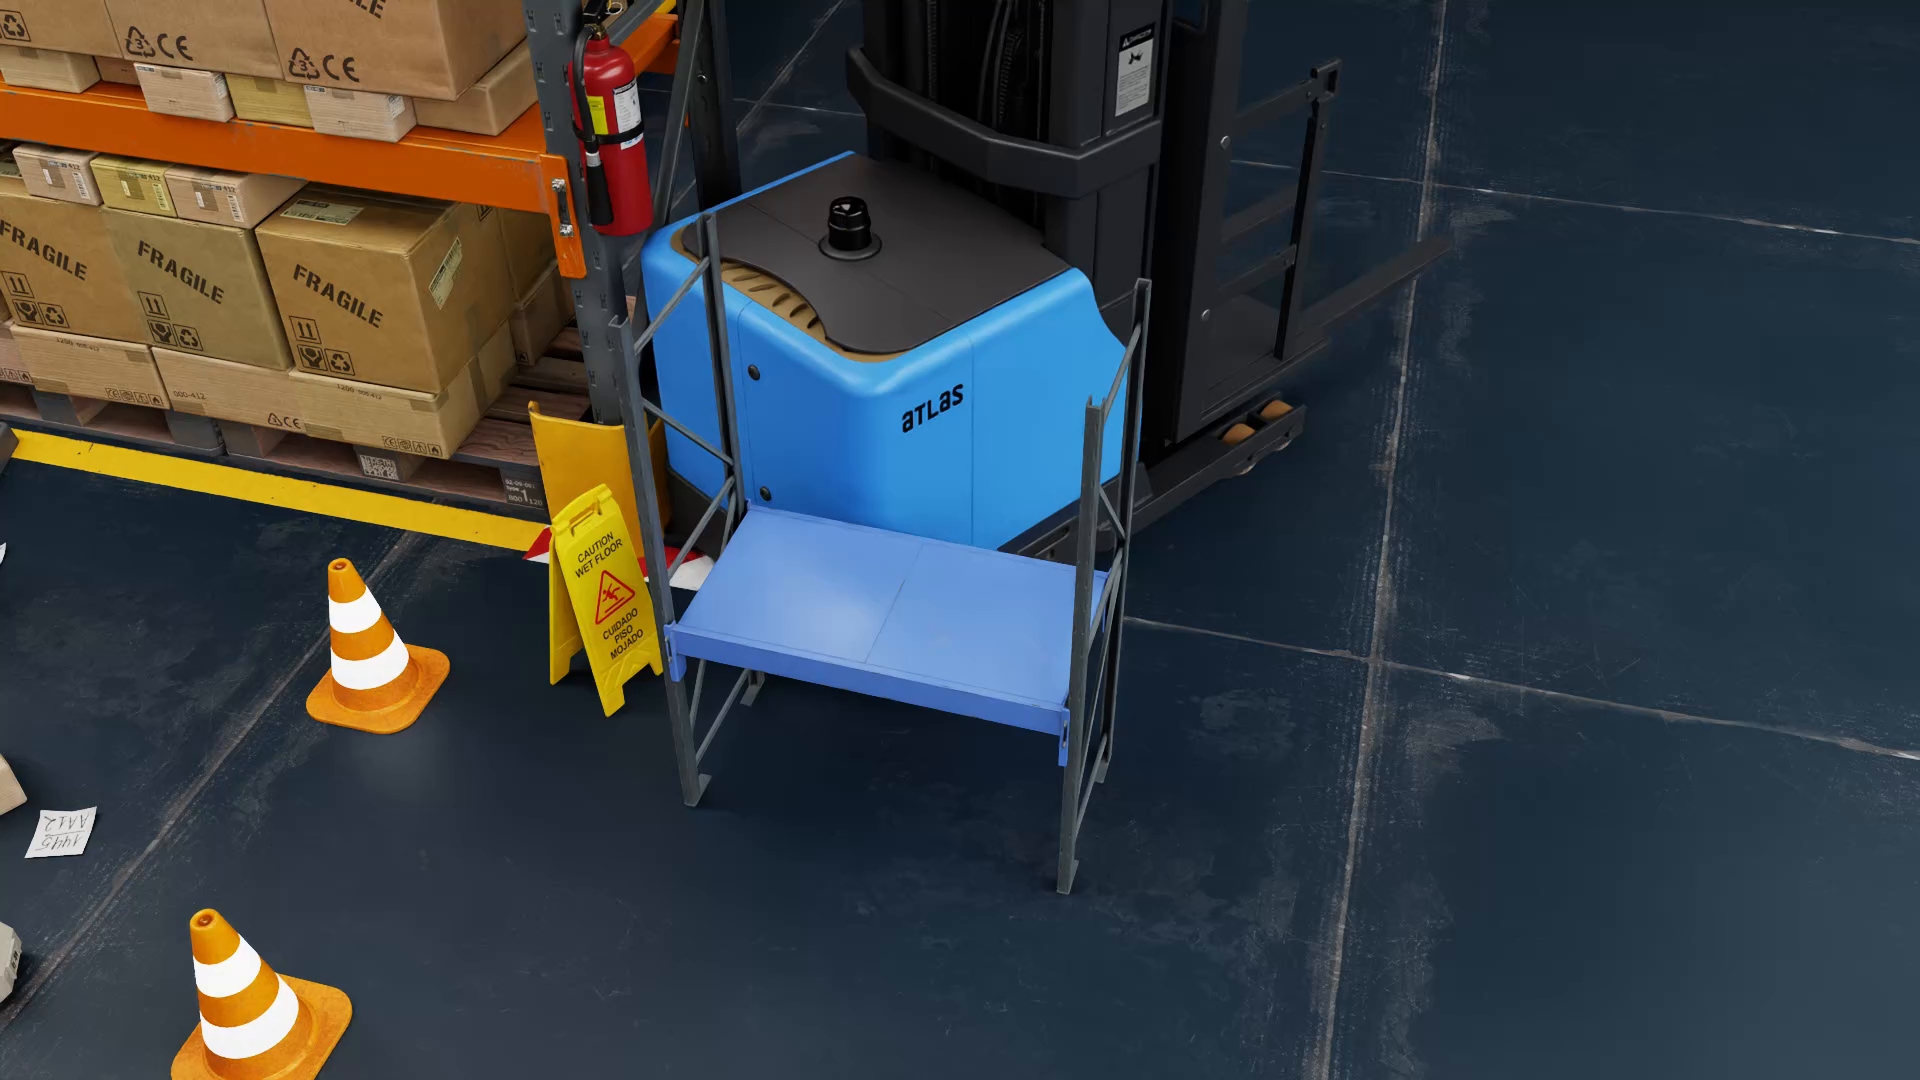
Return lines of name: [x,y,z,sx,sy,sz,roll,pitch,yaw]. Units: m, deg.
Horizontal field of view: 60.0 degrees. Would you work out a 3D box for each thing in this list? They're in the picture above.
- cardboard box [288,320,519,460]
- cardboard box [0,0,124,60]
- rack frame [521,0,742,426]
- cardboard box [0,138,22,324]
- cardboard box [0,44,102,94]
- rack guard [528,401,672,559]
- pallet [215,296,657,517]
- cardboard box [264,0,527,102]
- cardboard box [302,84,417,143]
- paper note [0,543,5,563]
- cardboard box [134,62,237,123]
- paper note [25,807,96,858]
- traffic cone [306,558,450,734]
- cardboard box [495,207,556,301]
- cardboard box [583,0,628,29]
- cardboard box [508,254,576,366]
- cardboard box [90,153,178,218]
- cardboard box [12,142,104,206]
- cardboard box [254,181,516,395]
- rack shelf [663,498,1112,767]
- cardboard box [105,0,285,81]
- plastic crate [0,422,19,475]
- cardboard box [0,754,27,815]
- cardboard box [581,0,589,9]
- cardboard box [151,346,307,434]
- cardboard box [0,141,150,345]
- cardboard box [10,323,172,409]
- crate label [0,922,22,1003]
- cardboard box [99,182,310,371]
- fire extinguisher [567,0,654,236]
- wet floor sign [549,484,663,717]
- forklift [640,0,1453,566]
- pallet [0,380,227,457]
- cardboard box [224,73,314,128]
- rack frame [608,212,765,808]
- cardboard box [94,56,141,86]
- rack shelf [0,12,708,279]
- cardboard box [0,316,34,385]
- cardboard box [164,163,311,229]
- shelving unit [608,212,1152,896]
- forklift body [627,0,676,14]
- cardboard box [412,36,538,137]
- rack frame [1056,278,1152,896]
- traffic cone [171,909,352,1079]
cardboard box: [-1.783,-0.539,5.370,0.500,0.250,0.500,10,41,11]
cardboard box: [-2.470,-1.702,4.635,0.500,0.500,0.500,10,41,11]
rack frame: [-0.909,-1.459,4.655,0.127,3.000,1.000,10,41,11]
cardboard box: [-3.253,-1.085,5.438,0.500,0.500,0.500,12,41,14]
cardboard box: [-2.580,-1.462,4.853,0.250,0.149,0.380,9,41,11]
rack guard: [-0.983,-0.515,5.474,0.348,0.500,1.175,10,41,11]
pallet: [-1.758,-0.561,5.754,1.213,0.211,1.003,10,41,11]
cardboard box: [-1.505,-1.531,4.431,0.500,0.500,0.500,9,41,11]
cardboard box: [-1.599,-1.266,4.620,0.250,0.149,0.380,9,41,11]
paper note: [-3.048,0.065,5.149,0.148,0.019,0.142,-3,40,-4]
cardboard box: [-2.098,-1.346,4.715,0.250,0.149,0.380,10,41,12]
paper note: [-2.337,0.757,4.325,0.142,0.019,0.148,-3,40,-4]
traffic cone: [-1.658,0.242,4.602,0.334,0.463,0.336,10,41,11]
cardboard box: [-1.640,-1.164,5.532,0.500,0.500,0.500,8,41,10]
cardboard box: [-1.184,-1.548,4.957,0.250,0.149,0.380,10,41,12]
cardboard box: [-1.617,-0.873,5.769,0.500,0.250,0.500,9,41,11]
cardboard box: [-2.365,-1.137,4.996,0.250,0.149,0.380,10,41,12]
cardboard box: [-2.619,-1.182,5.049,0.250,0.149,0.380,11,41,13]
cardboard box: [-1.751,-0.826,5.129,0.500,0.500,0.500,10,41,12]
rack shelf: [-0.158,0.209,4.115,1.000,0.185,0.538,11,41,13]
cardboard box: [-1.987,-1.617,4.534,0.500,0.500,0.500,10,41,12]
plastic crate: [-3.469,-0.236,5.469,0.583,0.080,0.402,-3,40,-4]
cardboard box: [-2.697,0.669,4.337,0.250,0.149,0.380,33,50,33]
cardboard box: [-1.295,-1.863,4.826,0.500,0.500,0.500,9,41,11]
cardboard box: [-2.258,-0.626,5.474,0.500,0.250,0.500,10,41,12]
cardboard box: [-2.741,-0.999,5.335,0.500,0.500,0.500,9,41,10]
cardboard box: [-2.765,-0.709,5.573,0.500,0.250,0.500,8,41,10]
crate label: [-2.392,1.021,3.928,0.298,0.136,0.250,-10,41,-11]
cardboard box: [-2.256,-0.910,5.230,0.500,0.500,0.500,11,41,13]
fire extinguisher: [-0.918,-1.124,4.317,0.183,0.674,0.296,10,41,11]
wet floor sign: [-1.002,0.138,4.583,0.232,0.644,0.267,24,46,26]
forklift: [0.519,-1.559,4.827,3.031,2.935,1.130,-31,49,-32]
pallet: [-2.933,-0.765,5.997,1.213,0.211,1.003,10,41,11]
cardboard box: [-1.841,-1.322,4.687,0.250,0.149,0.380,9,41,11]
rack frame: [-0.646,-0.022,4.110,0.032,1.500,0.500,11,41,13]
cardboard box: [-2.309,-1.476,4.870,0.250,0.149,0.380,10,41,12]
rack shelf: [-2.841,-1.516,5.283,4.000,0.370,1.077,10,41,11]
cardboard box: [-3.241,-0.798,5.679,0.500,0.250,0.500,9,41,11]
cardboard box: [-2.123,-1.093,4.943,0.250,0.149,0.380,11,41,13]
shelving unit: [-0.158,0.071,3.999,1.048,1.500,0.538,11,41,13]
forklift body: [-1.933,-3.401,7.627,1.214,2.155,2.313,10,41,11]
cardboard box: [-1.326,-1.292,4.652,0.250,0.149,0.380,11,41,13]
rack frame: [0.329,0.164,3.888,0.032,1.500,0.500,11,41,13]
traffic cone: [-1.617,0.988,3.714,0.334,0.463,0.336,10,41,11]
